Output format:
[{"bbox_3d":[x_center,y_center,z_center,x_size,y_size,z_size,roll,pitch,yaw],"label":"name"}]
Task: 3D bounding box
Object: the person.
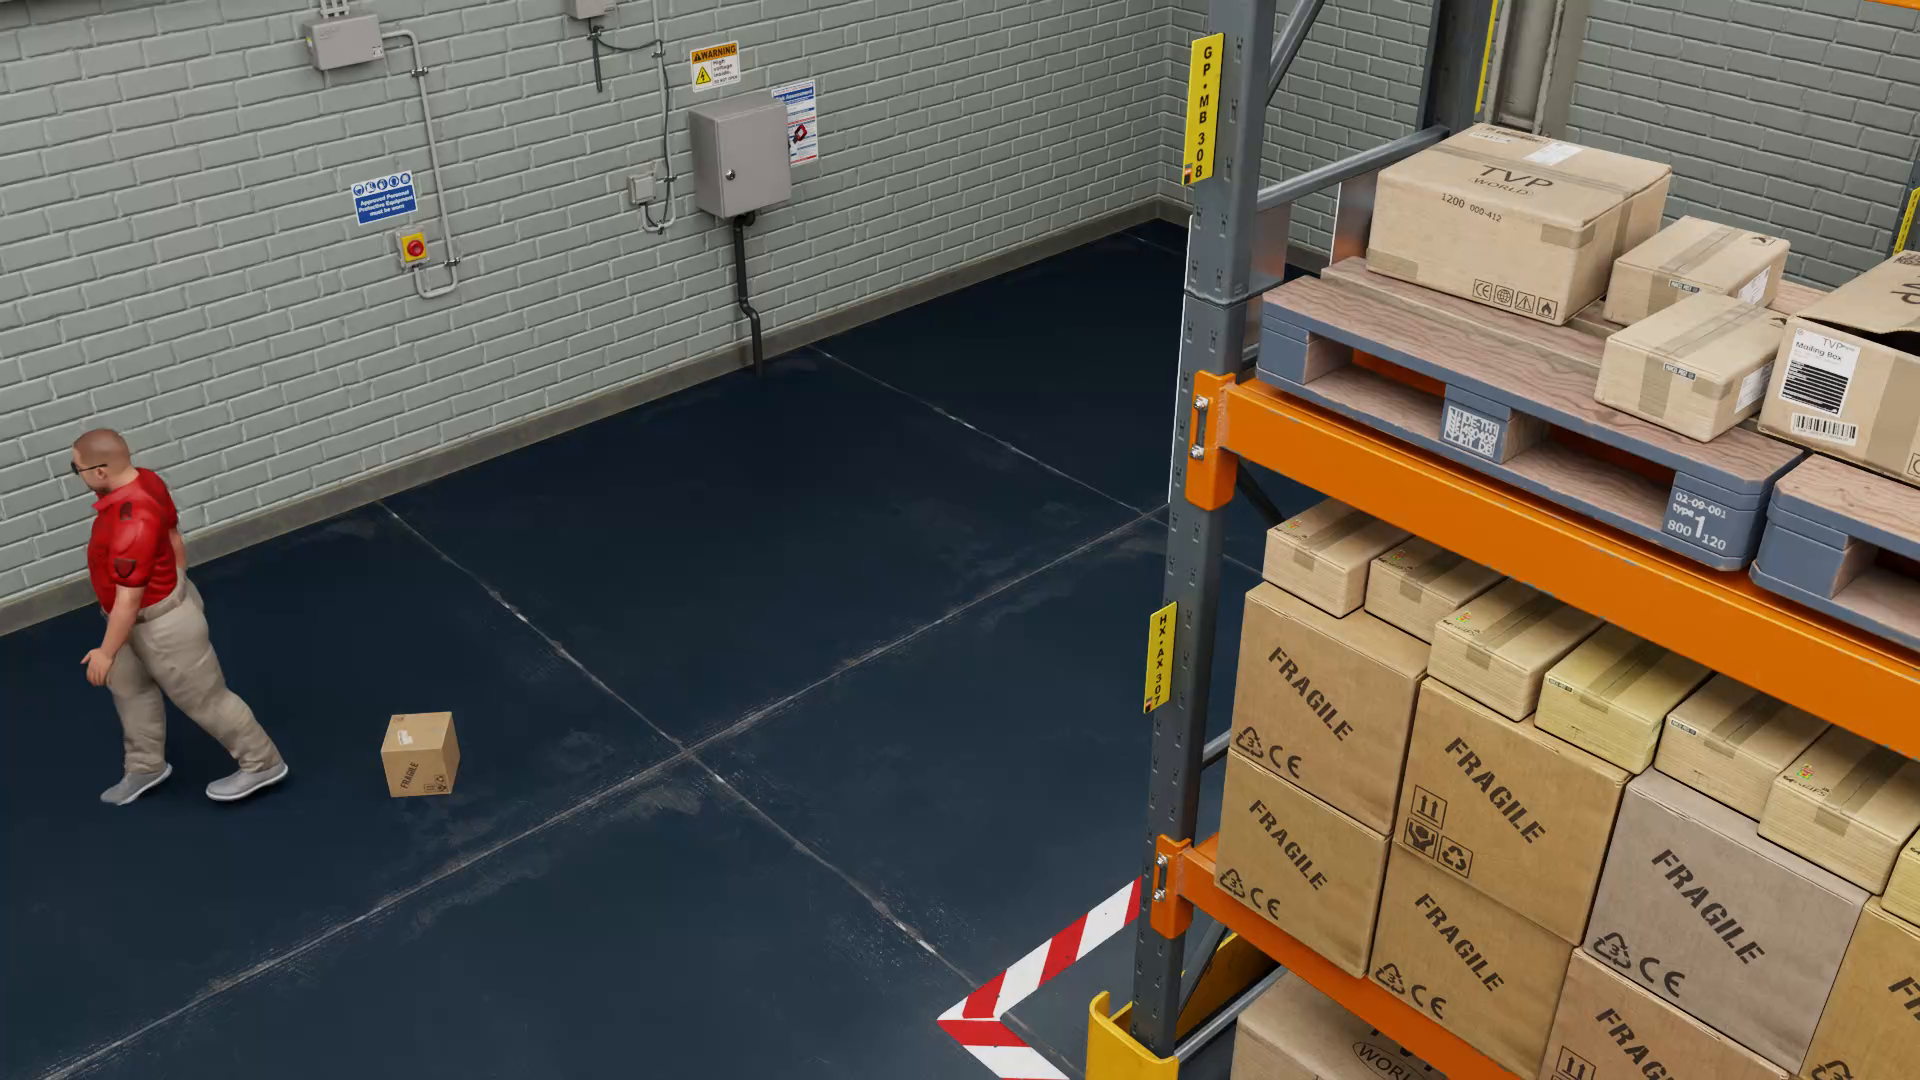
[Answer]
[{"bbox_3d":[-3.224,0.359,6.578,0.752,1.767,0.545,-13,34,-20],"label":"person"}]
